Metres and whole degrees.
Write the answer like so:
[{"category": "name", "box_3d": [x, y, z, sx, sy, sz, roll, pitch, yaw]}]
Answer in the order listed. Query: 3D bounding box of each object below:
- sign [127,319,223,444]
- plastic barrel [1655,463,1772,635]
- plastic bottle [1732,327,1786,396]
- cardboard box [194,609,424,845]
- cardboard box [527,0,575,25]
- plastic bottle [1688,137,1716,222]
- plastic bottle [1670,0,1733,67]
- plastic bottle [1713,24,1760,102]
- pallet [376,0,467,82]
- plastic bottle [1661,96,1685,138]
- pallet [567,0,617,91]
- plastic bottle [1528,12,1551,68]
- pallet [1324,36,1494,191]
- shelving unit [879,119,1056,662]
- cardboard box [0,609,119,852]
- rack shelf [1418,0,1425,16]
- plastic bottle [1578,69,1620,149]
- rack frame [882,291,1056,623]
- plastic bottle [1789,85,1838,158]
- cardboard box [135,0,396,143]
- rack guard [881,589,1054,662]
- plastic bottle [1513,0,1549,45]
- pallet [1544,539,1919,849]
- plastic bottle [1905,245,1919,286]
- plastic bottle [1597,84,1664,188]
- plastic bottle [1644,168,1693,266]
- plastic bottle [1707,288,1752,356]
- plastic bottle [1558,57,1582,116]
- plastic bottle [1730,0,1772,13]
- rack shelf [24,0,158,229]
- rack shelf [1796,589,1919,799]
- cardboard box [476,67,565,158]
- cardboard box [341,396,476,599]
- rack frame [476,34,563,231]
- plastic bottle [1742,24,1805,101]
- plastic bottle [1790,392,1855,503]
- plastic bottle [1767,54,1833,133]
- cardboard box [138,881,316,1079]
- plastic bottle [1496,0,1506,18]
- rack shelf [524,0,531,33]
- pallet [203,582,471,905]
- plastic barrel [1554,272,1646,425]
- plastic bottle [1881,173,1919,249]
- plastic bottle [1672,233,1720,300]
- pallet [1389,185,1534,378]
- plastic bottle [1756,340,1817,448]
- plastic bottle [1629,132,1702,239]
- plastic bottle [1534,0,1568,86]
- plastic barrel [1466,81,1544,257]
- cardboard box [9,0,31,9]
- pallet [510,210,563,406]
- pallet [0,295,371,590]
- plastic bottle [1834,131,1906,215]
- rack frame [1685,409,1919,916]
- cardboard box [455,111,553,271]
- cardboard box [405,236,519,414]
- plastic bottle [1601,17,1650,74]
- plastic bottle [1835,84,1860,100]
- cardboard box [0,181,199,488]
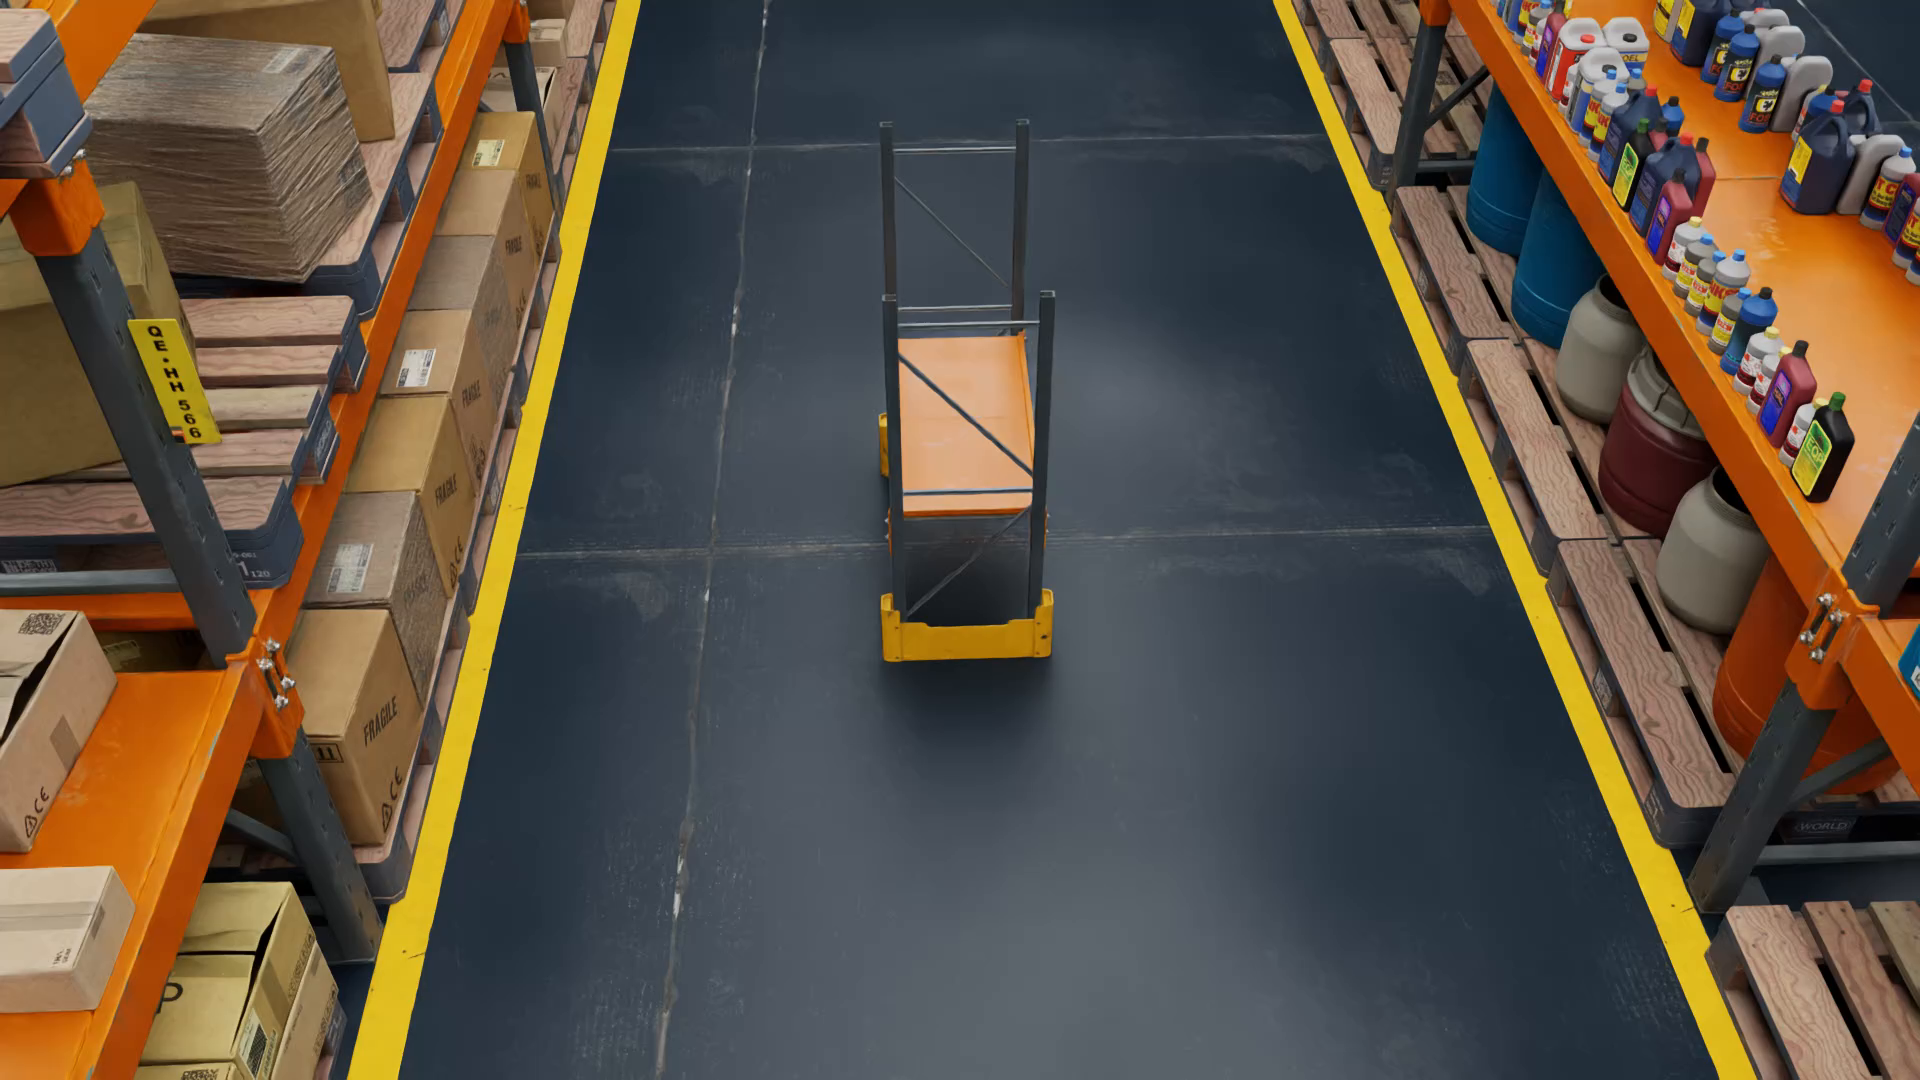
[{"category": "sign", "box_3d": [-1.667, -0.333, 3.537, 0.100, 0.325, 0.005, -2, 43, -2]}, {"category": "plastic barrel", "box_3d": [2.577, 0.026, 5.532, 0.421, 0.512, 0.421, 0, 43, 0]}, {"category": "plastic bottle", "box_3d": [2.284, -0.516, 4.740, 0.097, 0.201, 0.097, 0, 43, 0]}, {"category": "cardboard box", "box_3d": [-1.955, 0.555, 4.949, 0.500, 0.500, 0.500, 0, 43, 0]}, {"category": "cardboard box", "box_3d": [-2.476, -3.099, 8.933, 0.797, 0.503, 0.637, -2, 43, -2]}, {"category": "plastic bottle", "box_3d": [2.372, -1.146, 5.367, 0.061, 0.283, 0.133, -2, 43, -2]}, {"category": "plastic bottle", "box_3d": [2.788, -1.970, 6.216, 0.144, 0.351, 0.185, -2, 43, -2]}, {"category": "plastic bottle", "box_3d": [2.816, -1.730, 6.013, 0.097, 0.271, 0.097, 0, 43, 0]}, {"category": "pallet", "box_3d": [-2.466, -1.975, 6.327, 1.003, 0.211, 1.213, -2, 43, -2]}, {"category": "plastic bottle", "box_3d": [2.376, -1.370, 5.619, 0.097, 0.271, 0.097, 0, 43, 0]}, {"category": "pallet", "box_3d": [-2.474, -2.850, 9.203, 1.003, 0.211, 1.213, -2, 43, -2]}, {"category": "plastic bottle", "box_3d": [2.198, -1.874, 6.222, 0.097, 0.201, 0.097, 0, 43, 0]}, {"category": "pallet", "box_3d": [2.488, -2.196, 8.489, 1.003, 0.211, 1.213, -2, 43, -2]}, {"category": "shelving unit", "box_3d": [0.003, -0.501, 5.687, 0.587, 1.500, 1.083, -2, 43, -2]}, {"category": "cardboard box", "box_3d": [-2.250, 0.391, 3.669, 0.500, 0.311, 0.500, 1, 43, 1]}, {"category": "rack shelf", "box_3d": [2.473, -3.813, 8.723, 1.077, 0.370, 4.000, -2, 43, -2]}, {"category": "plastic bottle", "box_3d": [2.224, -1.497, 5.758, 0.097, 0.271, 0.097, 0, 43, 0]}, {"category": "rack frame", "box_3d": [0.025, -0.152, 5.306, 0.500, 1.500, 0.032, -2, 43, -2]}, {"category": "plastic bottle", "box_3d": [2.927, -1.420, 5.675, 0.097, 0.271, 0.097, 0, 43, 0]}, {"category": "cardboard box", "box_3d": [-2.255, -1.590, 5.379, 0.700, 0.500, 0.500, -12, 44, -13]}, {"category": "rack guard", "box_3d": [0.024, 0.296, 5.743, 0.587, 0.250, 0.087, -2, 43, -2]}, {"category": "plastic bottle", "box_3d": [2.190, -2.031, 6.342, 0.097, 0.271, 0.097, 0, 43, 0]}, {"category": "pallet", "box_3d": [2.653, 0.469, 5.582, 1.003, 0.211, 1.213, -2, 43, -2]}, {"category": "plastic bottle", "box_3d": [3.020, -0.919, 5.128, 0.097, 0.271, 0.097, 0, 43, 0]}, {"category": "plastic bottle", "box_3d": [2.257, -1.366, 5.557, 0.144, 0.351, 0.185, -2, 43, -2]}, {"category": "plastic bottle", "box_3d": [2.236, -1.017, 5.226, 0.061, 0.283, 0.133, -2, 43, -2]}, {"category": "plastic bottle", "box_3d": [2.275, -0.647, 4.883, 0.097, 0.201, 0.097, 0, 43, 0]}, {"category": "plastic bottle", "box_3d": [2.214, -1.628, 5.953, 0.097, 0.201, 0.097, 0, 43, 0]}, {"category": "plastic bottle", "box_3d": [2.932, -1.974, 6.221, 0.144, 0.351, 0.185, -2, 43, -2]}, {"category": "rack shelf", "box_3d": [-2.306, -2.079, 4.611, 1.077, 0.370, 4.000, -2, 43, -2]}, {"category": "rack shelf", "box_3d": [2.813, 1.587, 2.831, 1.077, 0.370, 4.000, -2, 43, -2]}, {"category": "cardboard box", "box_3d": [-2.193, -2.049, 7.930, 0.500, 0.311, 0.500, -2, 43, -2]}, {"category": "cardboard box", "box_3d": [-1.999, -0.137, 5.704, 0.500, 0.500, 0.500, -2, 43, -2]}, {"category": "rack frame", "box_3d": [-2.391, -2.589, 6.854, 1.000, 3.000, 0.127, -2, 43, -2]}, {"category": "plastic bottle", "box_3d": [2.940, -1.748, 6.029, 0.152, 0.276, 0.135, -2, 43, -2]}, {"category": "plastic bottle", "box_3d": [2.284, -0.246, 4.385, 0.061, 0.283, 0.133, -2, 43, -2]}, {"category": "plastic bottle", "box_3d": [2.950, -1.591, 5.858, 0.152, 0.276, 0.135, -2, 43, -2]}, {"category": "cardboard box", "box_3d": [-1.953, 1.110, 4.128, 0.500, 0.311, 0.500, -1, 43, -1]}, {"category": "plastic bottle", "box_3d": [2.180, -2.188, 6.512, 0.097, 0.271, 0.097, 0, 43, 0]}, {"category": "rack shelf", "box_3d": [-2.476, -3.674, 8.571, 1.077, 0.370, 4.000, -2, 43, -2]}, {"category": "pallet", "box_3d": [-2.215, 0.634, 5.402, 1.003, 0.211, 1.213, -2, 43, -2]}, {"category": "plastic barrel", "box_3d": [2.529, -0.737, 6.364, 0.421, 0.512, 0.421, 0, 43, 0]}, {"category": "plastic bottle", "box_3d": [3.029, -1.068, 5.281, 0.061, 0.283, 0.133, -2, 43, -2]}, {"category": "plastic bottle", "box_3d": [2.263, -0.844, 5.098, 0.097, 0.201, 0.097, 0, 43, 0]}, {"category": "pallet", "box_3d": [2.549, -1.178, 7.379, 1.003, 0.211, 1.213, -2, 43, -2]}, {"category": "plastic bottle", "box_3d": [2.274, -0.402, 4.555, 0.061, 0.283, 0.133, -2, 43, -2]}, {"category": "plastic bottle", "box_3d": [2.271, -1.151, 5.322, 0.144, 0.351, 0.185, -2, 43, -2]}, {"category": "plastic bottle", "box_3d": [2.185, -1.826, 6.109, 0.061, 0.283, 0.133, -2, 43, -2]}, {"category": "plastic barrel", "box_3d": [2.564, -1.742, 7.173, 0.600, 0.901, 0.708, -2, 43, -2]}, {"category": "cardboard box", "box_3d": [-2.274, -1.325, 3.181, 0.910, 0.500, 0.500, -2, 43, -2]}, {"category": "pallet", "box_3d": [-2.319, -1.013, 7.199, 1.003, 0.211, 1.213, -2, 43, -2]}, {"category": "pallet", "box_3d": [-2.320, -0.273, 4.470, 1.213, 0.211, 1.003, -2, 43, -2]}, {"category": "plastic bottle", "box_3d": [2.973, -1.220, 5.453, 0.152, 0.276, 0.135, -2, 43, -2]}, {"category": "rack frame", "box_3d": [2.728, -0.028, 4.061, 1.000, 3.000, 0.127, -2, 43, -2]}, {"category": "cardboard box", "box_3d": [-2.084, -1.505, 7.196, 0.500, 0.500, 0.500, -2, 43, -2]}, {"category": "cardboard box", "box_3d": [-2.051, -0.832, 6.462, 0.500, 0.500, 0.500, -1, 43, -1]}, {"category": "plastic bottle", "box_3d": [2.388, -1.739, 6.019, 0.152, 0.276, 0.135, -2, 43, -2]}, {"category": "plastic bottle", "box_3d": [3.005, -1.439, 5.687, 0.061, 0.283, 0.133, -2, 43, -2]}, {"category": "cardboard box", "box_3d": [-2.361, -0.502, 4.193, 0.700, 0.500, 0.500, -15, 45, -16]}]
